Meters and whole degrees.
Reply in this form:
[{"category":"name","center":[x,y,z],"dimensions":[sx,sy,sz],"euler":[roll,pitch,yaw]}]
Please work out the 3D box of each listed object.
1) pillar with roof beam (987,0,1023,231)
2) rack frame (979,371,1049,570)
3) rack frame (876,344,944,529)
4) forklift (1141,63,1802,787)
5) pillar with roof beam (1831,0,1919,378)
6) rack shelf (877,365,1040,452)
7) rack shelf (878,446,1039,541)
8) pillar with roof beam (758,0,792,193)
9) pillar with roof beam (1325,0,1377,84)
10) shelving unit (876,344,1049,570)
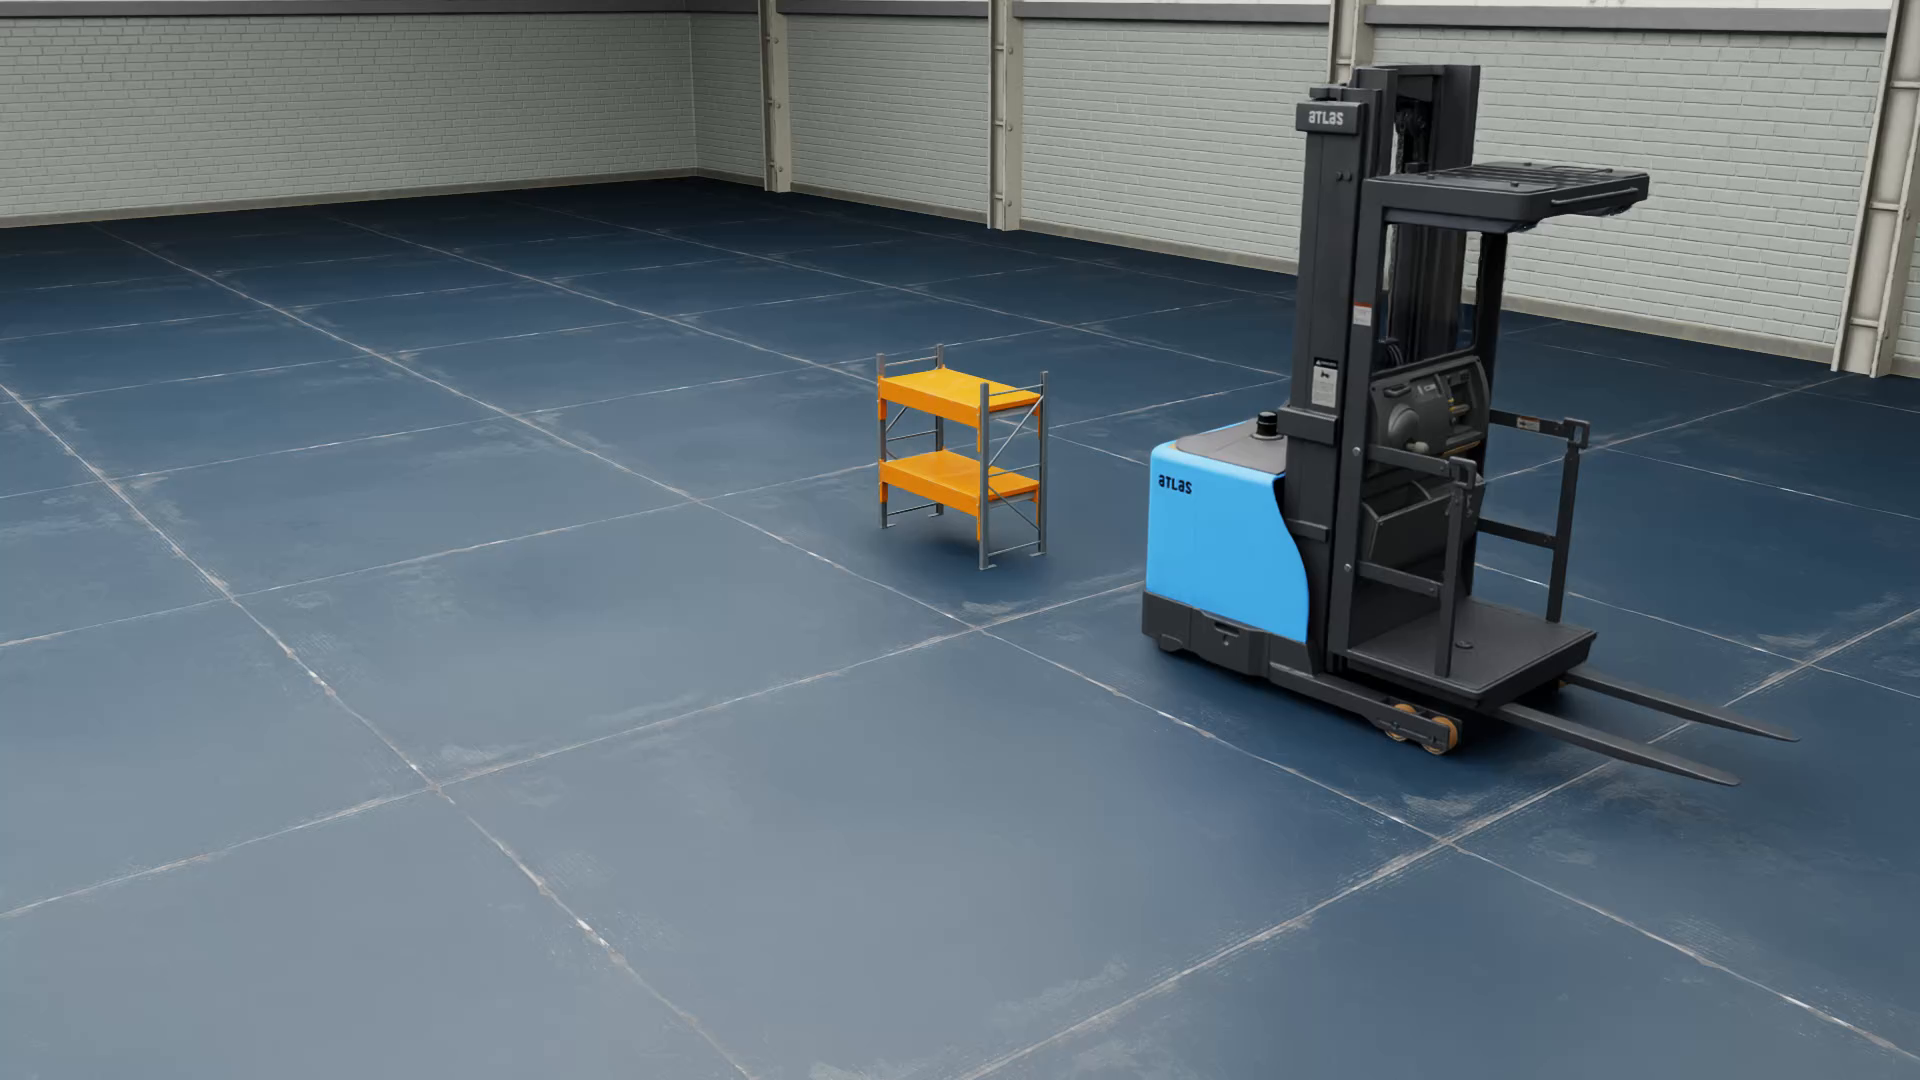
[{"category":"pillar with roof beam","center":[-2.743,-7.898,19.899],"dimensions":[9.100,9.000,0.400],"euler":[-14,23,-36]},{"category":"rack frame","center":[0.320,-0.407,9.802],"dimensions":[0.500,1.125,0.032],"euler":[-14,23,-36]},{"category":"rack frame","center":[-0.311,-0.658,10.559],"dimensions":[0.500,1.125,0.032],"euler":[-14,23,-36]},{"category":"forklift","center":[2.321,-0.612,7.547],"dimensions":[1.130,2.935,3.031],"euler":[-16,24,-40]},{"category":"pillar with roof beam","center":[4.707,-4.941,10.969],"dimensions":[9.100,9.000,0.400],"euler":[-14,23,-36]},{"category":"rack shelf","center":[0.004,-0.810,10.089],"dimensions":[0.538,0.278,1.000],"euler":[-14,23,-36]},{"category":"rack shelf","center":[0.004,-0.300,10.258],"dimensions":[0.538,0.278,1.000],"euler":[-14,23,-36]},{"category":"pillar with roof beam","center":[-6.469,-9.377,24.364],"dimensions":[9.100,9.000,0.400],"euler":[-14,23,-36]},{"category":"pillar with roof beam","center":[0.982,-6.420,15.434],"dimensions":[9.100,9.000,0.400],"euler":[-14,23,-36]},{"category":"shelving unit","center":[0.004,-0.532,10.181],"dimensions":[0.538,1.125,1.048],"euler":[-14,23,-36]}]
